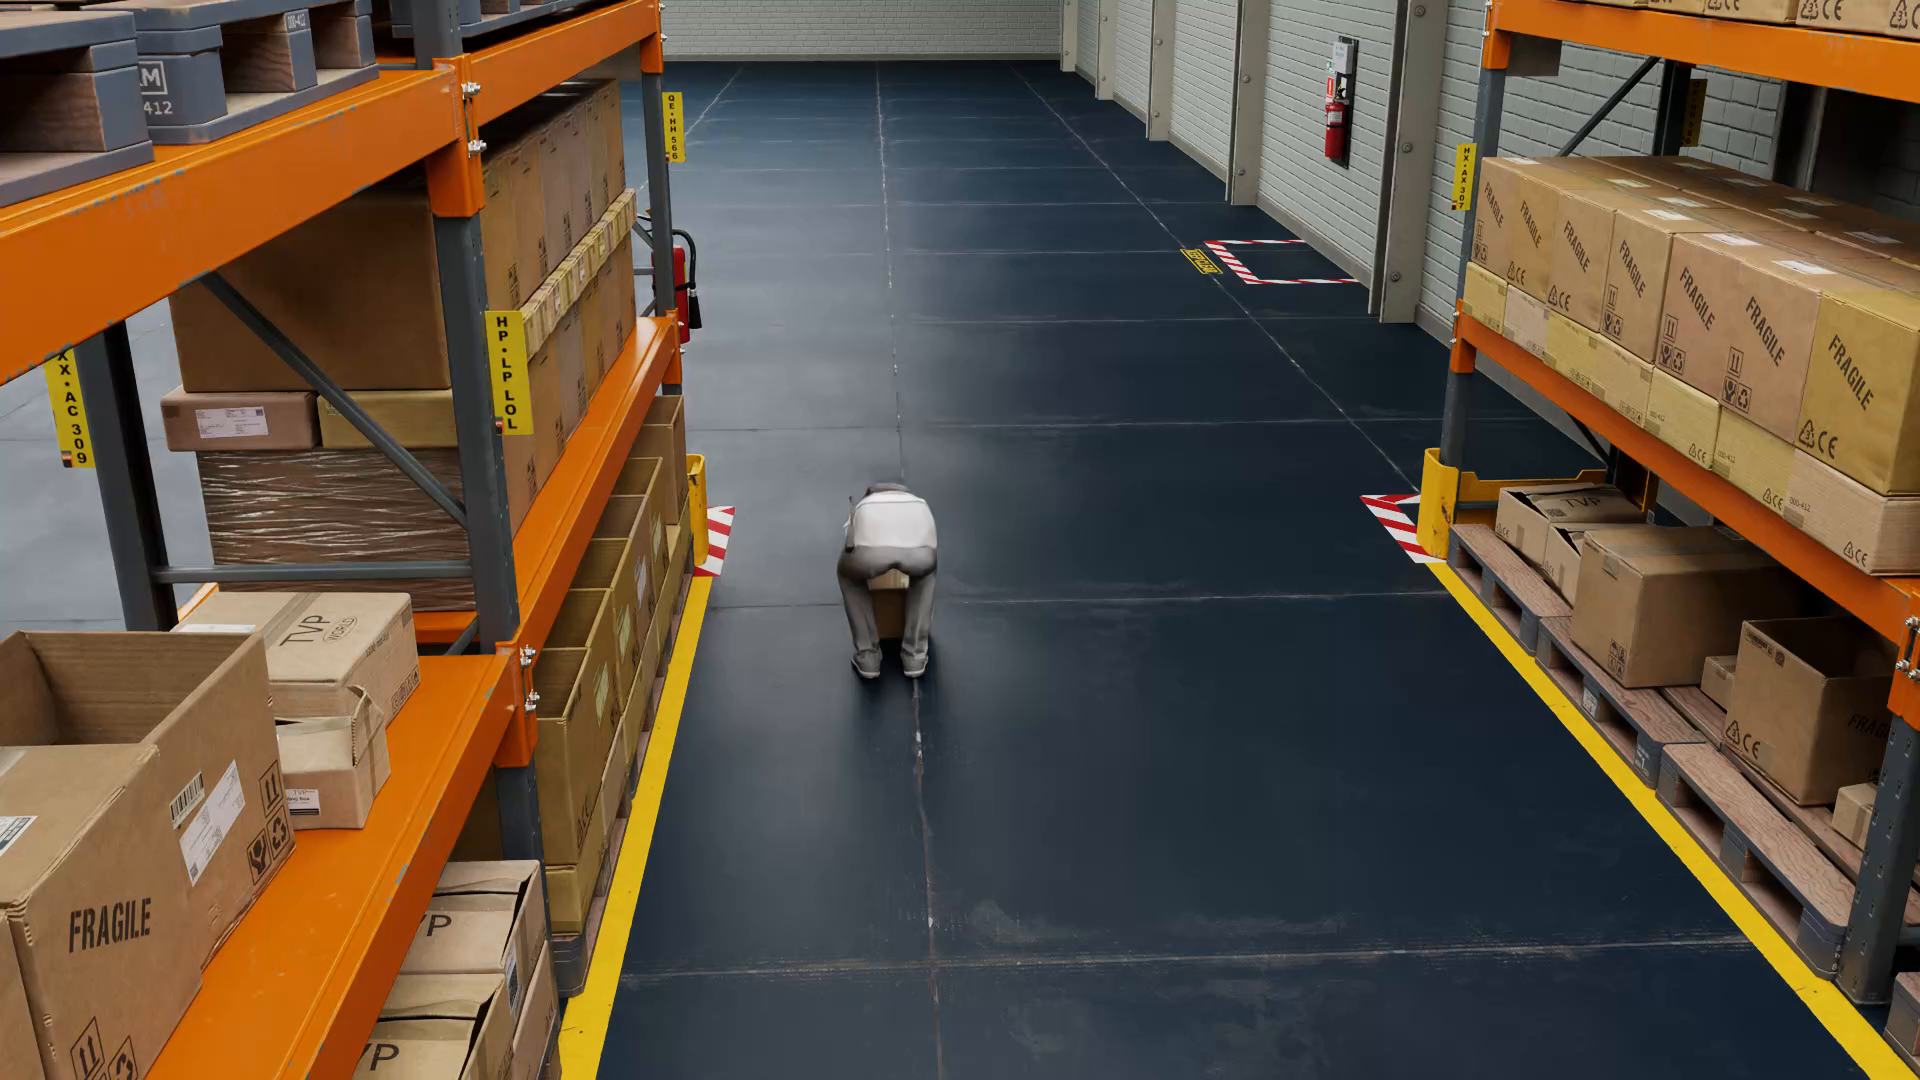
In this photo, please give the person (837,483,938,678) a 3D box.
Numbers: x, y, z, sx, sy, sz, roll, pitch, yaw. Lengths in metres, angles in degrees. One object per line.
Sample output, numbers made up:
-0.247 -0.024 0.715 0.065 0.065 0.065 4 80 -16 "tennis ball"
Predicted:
-0.319 0.143 7.363 0.452 0.848 0.885 -2 21 -6 "person"
